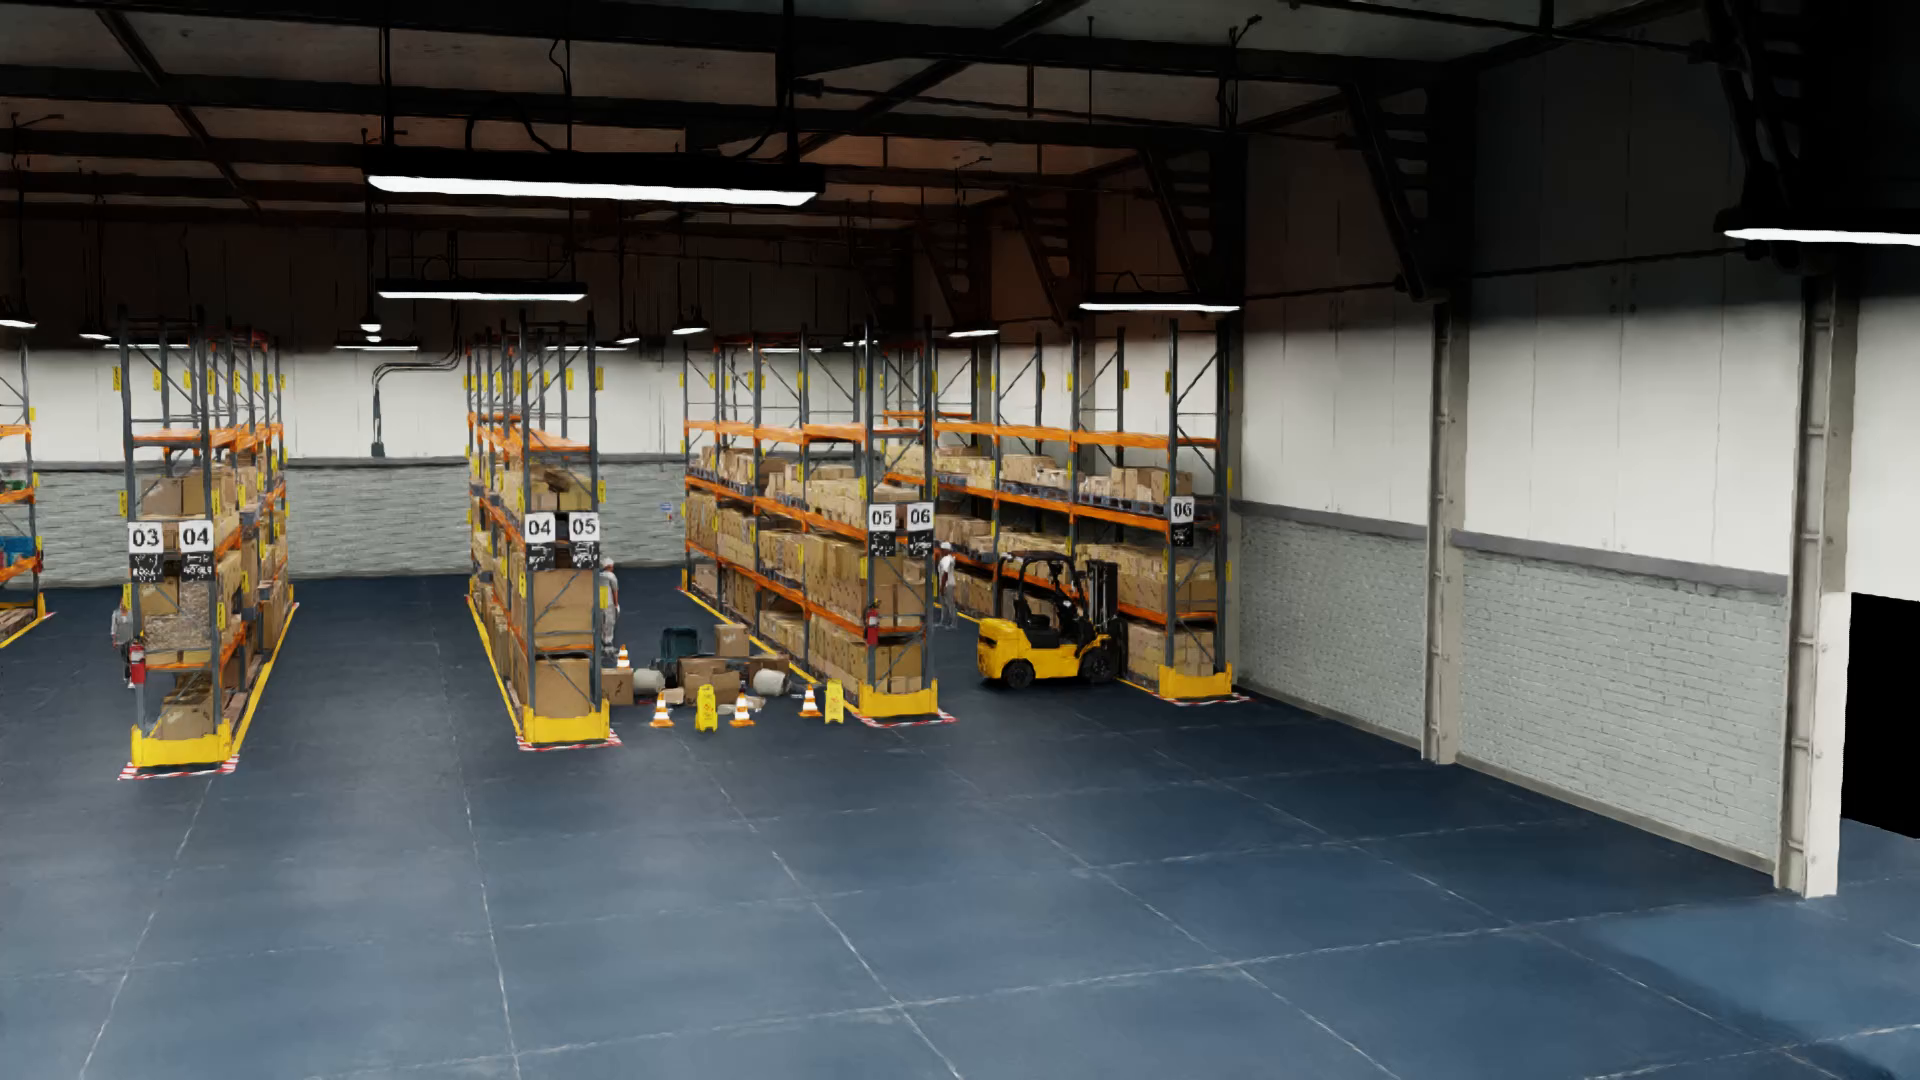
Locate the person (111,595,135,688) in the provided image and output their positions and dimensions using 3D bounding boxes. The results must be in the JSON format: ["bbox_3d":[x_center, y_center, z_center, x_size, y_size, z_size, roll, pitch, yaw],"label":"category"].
[{"bbox_3d":[-13.725,1.640,27.365,0.417,1.517,1.036,-2,6,-16],"label":"person"}]

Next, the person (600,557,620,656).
[{"bbox_3d":[-6.407,1.204,30.447,0.628,1.794,0.466,5,7,42],"label":"person"}]

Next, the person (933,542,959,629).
[{"bbox_3d":[-0.311,0.908,33.762,0.591,1.763,0.685,0,5,4],"label":"person"}]
